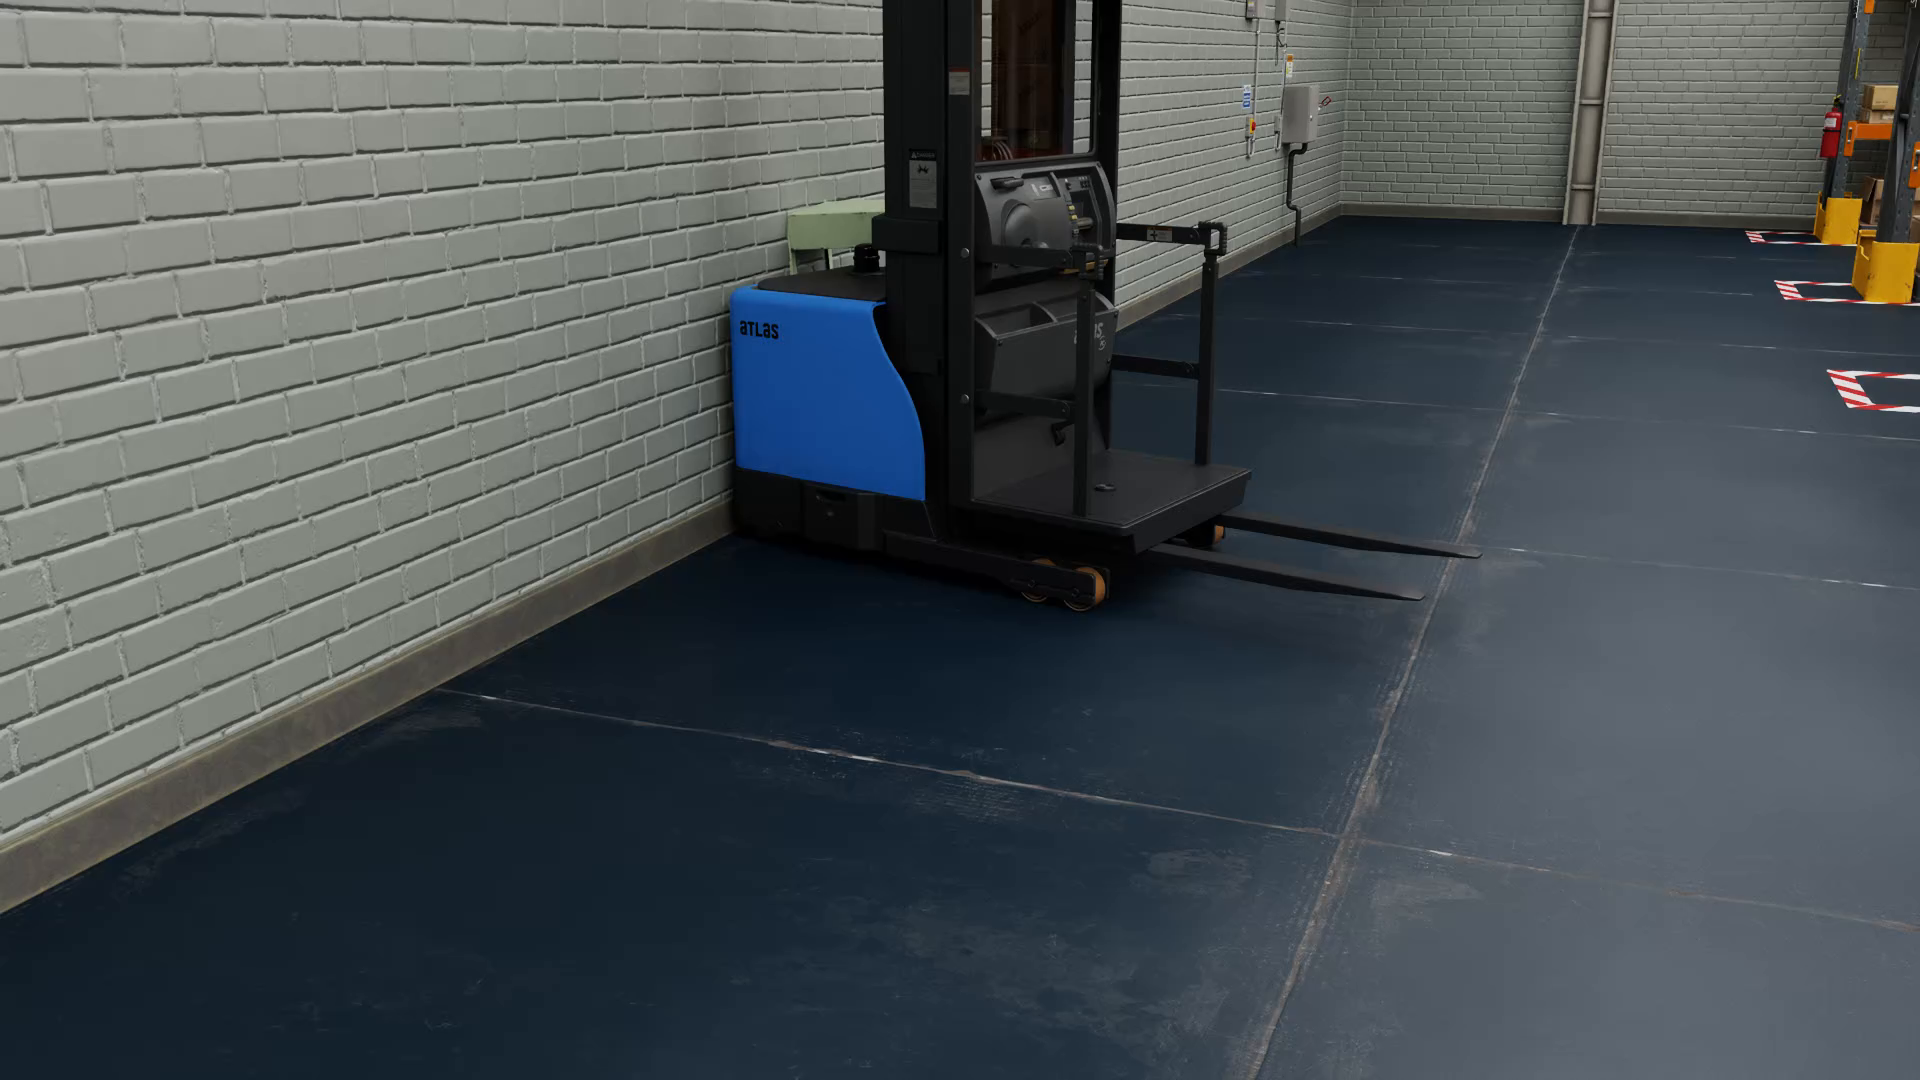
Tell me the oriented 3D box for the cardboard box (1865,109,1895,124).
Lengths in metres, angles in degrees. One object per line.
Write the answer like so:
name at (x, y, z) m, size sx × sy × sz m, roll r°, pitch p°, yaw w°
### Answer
cardboard box at (10.130, -4.662, 18.302) m, size 0.250 × 0.149 × 0.380 m, roll 6°, pitch 17°, yaw 20°

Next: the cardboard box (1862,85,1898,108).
cardboard box at (10.450, -4.980, 18.682) m, size 0.500 × 0.250 × 0.500 m, roll 7°, pitch 18°, yaw 22°

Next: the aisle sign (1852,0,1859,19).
aisle sign at (9.753, -6.066, 18.027) m, size 0.004 × 0.787 × 0.394 m, roll 6°, pitch 17°, yaw 21°

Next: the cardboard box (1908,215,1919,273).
cardboard box at (8.757, -2.529, 14.348) m, size 0.875 × 0.438 × 0.875 m, roll 6°, pitch 17°, yaw 19°

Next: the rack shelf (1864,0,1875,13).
rack shelf at (11.785, -5.778, 17.605) m, size 4.000 × 0.370 × 1.077 m, roll 6°, pitch 17°, yaw 21°

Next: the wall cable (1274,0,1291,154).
wall cable at (3.362, -5.027, 17.288) m, size 0.122 × 1.984 × 0.588 m, roll 6°, pitch 17°, yaw 21°

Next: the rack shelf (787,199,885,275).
rack shelf at (-0.377, -1.370, 7.615) m, size 0.720 × 0.370 × 0.431 m, roll 3°, pitch 20°, yaw 22°

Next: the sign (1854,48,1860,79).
sign at (9.726, -5.162, 18.022) m, size 0.005 × 0.325 × 0.100 m, roll 6°, pitch 17°, yaw 21°

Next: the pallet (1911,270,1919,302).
pallet at (8.879, -2.199, 14.369) m, size 1.213 × 0.211 × 1.003 m, roll 6°, pitch 17°, yaw 21°

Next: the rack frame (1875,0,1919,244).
rack frame at (8.107, -3.599, 14.192) m, size 0.127 × 3.000 × 1.000 m, roll 6°, pitch 17°, yaw 21°

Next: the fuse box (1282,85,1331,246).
fuse box at (3.759, -4.081, 18.163) m, size 0.414 × 1.711 × 0.539 m, roll 6°, pitch 17°, yaw 21°

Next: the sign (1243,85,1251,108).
sign at (2.778, -4.294, 16.099) m, size 0.001 × 0.218 × 0.327 m, roll 6°, pitch 17°, yaw 21°

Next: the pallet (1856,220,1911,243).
pallet at (10.737, -3.459, 18.710) m, size 1.213 × 0.211 × 1.003 m, roll 6°, pitch 17°, yaw 21°

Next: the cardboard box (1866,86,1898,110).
cardboard box at (10.248, -4.842, 18.207) m, size 0.500 × 0.250 × 0.500 m, roll 6°, pitch 17°, yaw 21°

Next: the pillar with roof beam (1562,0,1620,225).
pillar with roof beam at (6.167, -7.161, 15.701) m, size 0.400 × 9.000 × 9.100 m, roll 6°, pitch 17°, yaw 21°

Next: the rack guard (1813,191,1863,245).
rack guard at (9.995, -3.679, 18.950) m, size 0.348 × 0.500 × 1.175 m, roll 6°, pitch 17°, yaw 21°

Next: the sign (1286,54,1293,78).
sign at (3.546, -5.104, 17.892) m, size 0.001 × 0.242 × 0.339 m, roll 6°, pitch 17°, yaw 21°

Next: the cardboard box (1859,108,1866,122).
cardboard box at (10.331, -4.802, 18.786) m, size 0.250 × 0.149 × 0.380 m, roll 6°, pitch 17°, yaw 20°

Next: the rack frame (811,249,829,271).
rack frame at (-0.682, -1.018, 7.877) m, size 0.023 × 1.500 × 0.400 m, roll 3°, pitch 20°, yaw 22°

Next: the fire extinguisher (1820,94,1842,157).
fire extinguisher at (9.618, -4.566, 18.330) m, size 0.183 × 0.674 × 0.296 m, roll 6°, pitch 17°, yaw 21°

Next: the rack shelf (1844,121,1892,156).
rack shelf at (11.785, -4.337, 18.023) m, size 4.000 × 0.370 × 1.077 m, roll 6°, pitch 17°, yaw 21°

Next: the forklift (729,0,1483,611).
forklift at (0.517, -1.308, 6.420) m, size 3.031 × 2.935 × 1.130 m, roll 11°, pitch 19°, yaw 33°

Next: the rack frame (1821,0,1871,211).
rack frame at (9.924, -4.887, 18.628) m, size 0.127 × 3.000 × 1.000 m, roll 6°, pitch 17°, yaw 21°

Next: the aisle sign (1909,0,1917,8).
aisle sign at (8.154, -4.936, 14.132) m, size 0.004 × 0.787 × 0.394 m, roll 6°, pitch 17°, yaw 21°

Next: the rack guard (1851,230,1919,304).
rack guard at (8.084, -2.401, 14.549) m, size 0.348 × 0.500 × 1.175 m, roll 6°, pitch 17°, yaw 21°

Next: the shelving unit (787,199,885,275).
shelving unit at (-0.344, -1.002, 7.738) m, size 0.755 × 1.500 × 0.431 m, roll 3°, pitch 20°, yaw 22°

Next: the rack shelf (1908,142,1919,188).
rack shelf at (9.967, -3.049, 13.588) m, size 4.000 × 0.370 × 1.077 m, roll 6°, pitch 17°, yaw 21°

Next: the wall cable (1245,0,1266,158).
wall cable at (2.853, -4.673, 16.012) m, size 0.123 × 1.953 × 0.585 m, roll 6°, pitch 17°, yaw 21°

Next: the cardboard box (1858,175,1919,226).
cardboard box at (10.459, -3.803, 18.617) m, size 0.637 × 0.503 × 0.797 m, roll 6°, pitch 17°, yaw 18°
